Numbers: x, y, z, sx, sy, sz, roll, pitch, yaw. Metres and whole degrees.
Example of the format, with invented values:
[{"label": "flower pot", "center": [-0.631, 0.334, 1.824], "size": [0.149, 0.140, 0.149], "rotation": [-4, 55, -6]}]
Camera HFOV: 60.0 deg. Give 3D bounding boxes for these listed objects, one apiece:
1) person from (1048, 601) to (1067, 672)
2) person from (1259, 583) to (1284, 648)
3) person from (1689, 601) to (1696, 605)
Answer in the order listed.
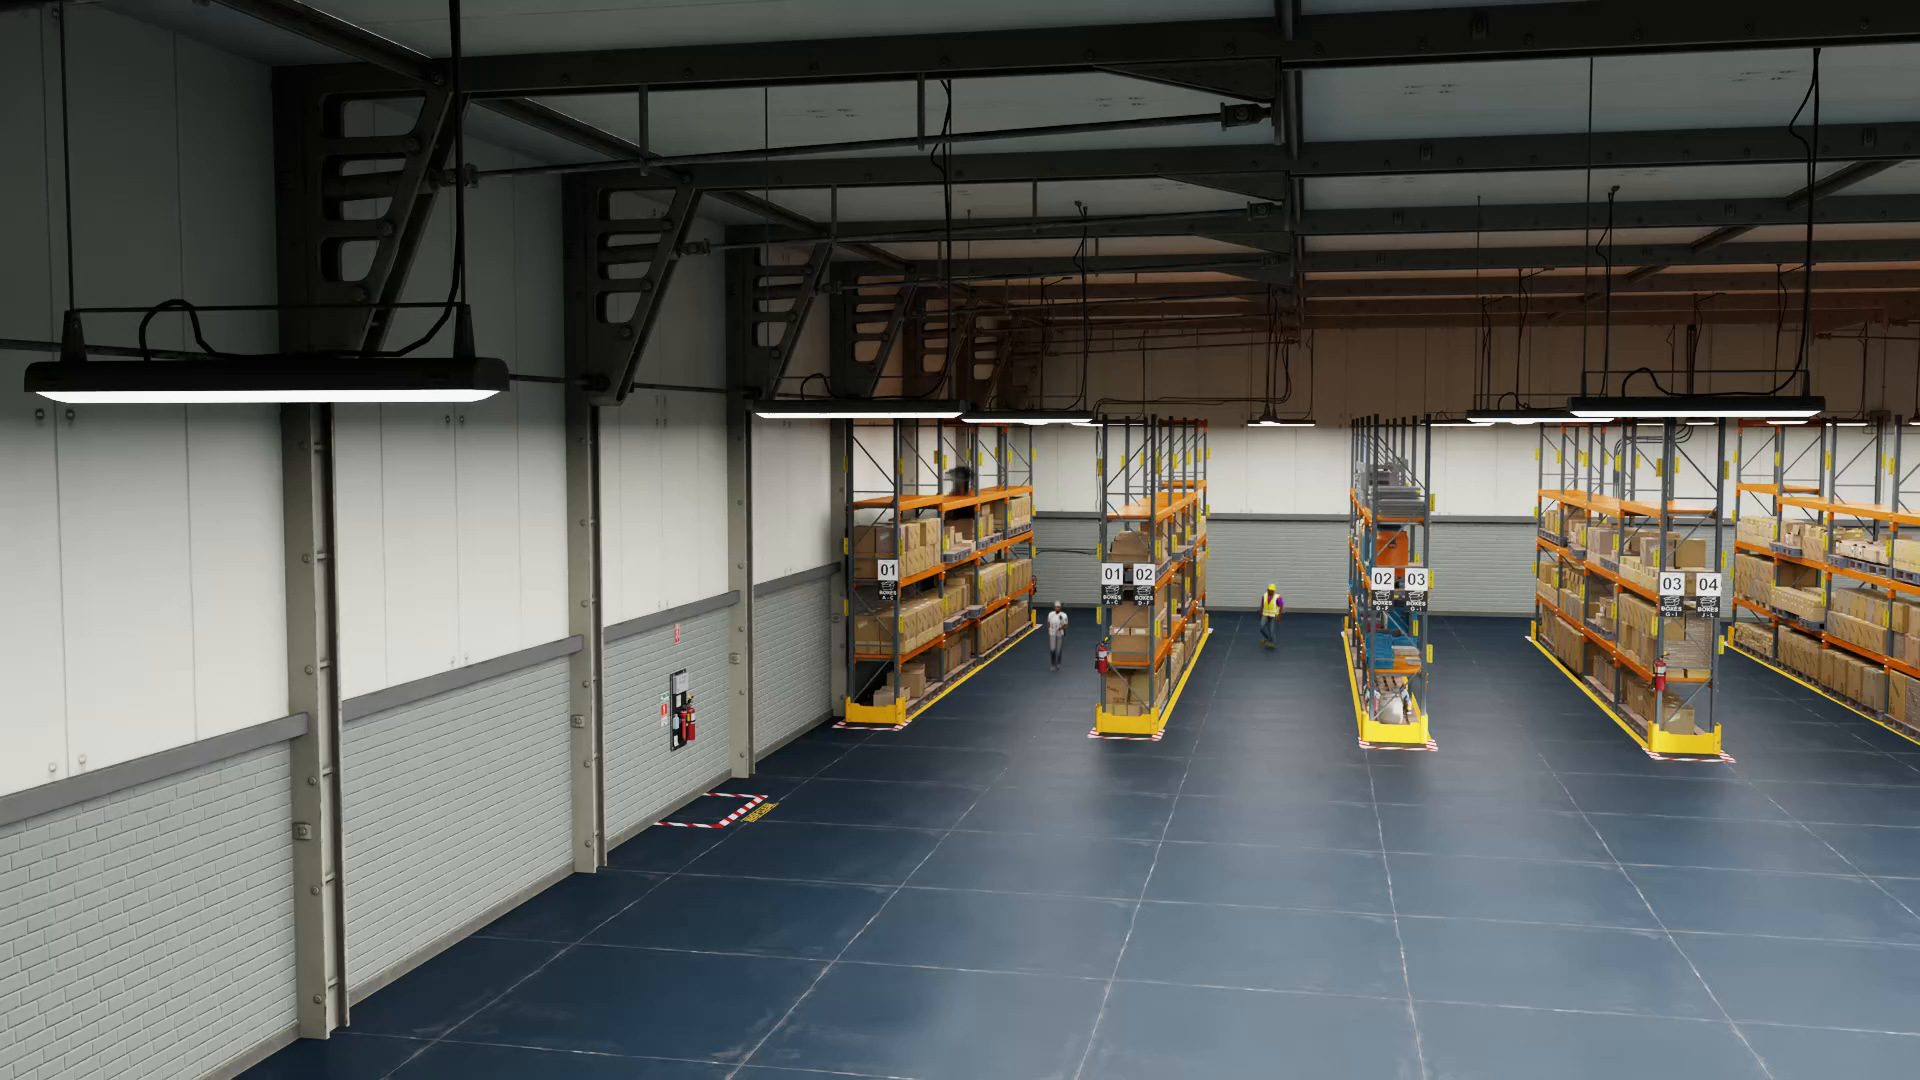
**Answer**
[{"label": "person", "center": [2.305, 2.278, 39.349], "size": [0.463, 1.711, 0.791], "rotation": [0, 4, 2]}, {"label": "person", "center": [8.099, 1.974, 43.374], "size": [0.714, 1.712, 0.636], "rotation": [2, 4, 27]}, {"label": "person", "center": [19.093, 1.949, 43.574], "size": [0.672, 1.807, 0.718], "rotation": [1, 4, 20]}]
